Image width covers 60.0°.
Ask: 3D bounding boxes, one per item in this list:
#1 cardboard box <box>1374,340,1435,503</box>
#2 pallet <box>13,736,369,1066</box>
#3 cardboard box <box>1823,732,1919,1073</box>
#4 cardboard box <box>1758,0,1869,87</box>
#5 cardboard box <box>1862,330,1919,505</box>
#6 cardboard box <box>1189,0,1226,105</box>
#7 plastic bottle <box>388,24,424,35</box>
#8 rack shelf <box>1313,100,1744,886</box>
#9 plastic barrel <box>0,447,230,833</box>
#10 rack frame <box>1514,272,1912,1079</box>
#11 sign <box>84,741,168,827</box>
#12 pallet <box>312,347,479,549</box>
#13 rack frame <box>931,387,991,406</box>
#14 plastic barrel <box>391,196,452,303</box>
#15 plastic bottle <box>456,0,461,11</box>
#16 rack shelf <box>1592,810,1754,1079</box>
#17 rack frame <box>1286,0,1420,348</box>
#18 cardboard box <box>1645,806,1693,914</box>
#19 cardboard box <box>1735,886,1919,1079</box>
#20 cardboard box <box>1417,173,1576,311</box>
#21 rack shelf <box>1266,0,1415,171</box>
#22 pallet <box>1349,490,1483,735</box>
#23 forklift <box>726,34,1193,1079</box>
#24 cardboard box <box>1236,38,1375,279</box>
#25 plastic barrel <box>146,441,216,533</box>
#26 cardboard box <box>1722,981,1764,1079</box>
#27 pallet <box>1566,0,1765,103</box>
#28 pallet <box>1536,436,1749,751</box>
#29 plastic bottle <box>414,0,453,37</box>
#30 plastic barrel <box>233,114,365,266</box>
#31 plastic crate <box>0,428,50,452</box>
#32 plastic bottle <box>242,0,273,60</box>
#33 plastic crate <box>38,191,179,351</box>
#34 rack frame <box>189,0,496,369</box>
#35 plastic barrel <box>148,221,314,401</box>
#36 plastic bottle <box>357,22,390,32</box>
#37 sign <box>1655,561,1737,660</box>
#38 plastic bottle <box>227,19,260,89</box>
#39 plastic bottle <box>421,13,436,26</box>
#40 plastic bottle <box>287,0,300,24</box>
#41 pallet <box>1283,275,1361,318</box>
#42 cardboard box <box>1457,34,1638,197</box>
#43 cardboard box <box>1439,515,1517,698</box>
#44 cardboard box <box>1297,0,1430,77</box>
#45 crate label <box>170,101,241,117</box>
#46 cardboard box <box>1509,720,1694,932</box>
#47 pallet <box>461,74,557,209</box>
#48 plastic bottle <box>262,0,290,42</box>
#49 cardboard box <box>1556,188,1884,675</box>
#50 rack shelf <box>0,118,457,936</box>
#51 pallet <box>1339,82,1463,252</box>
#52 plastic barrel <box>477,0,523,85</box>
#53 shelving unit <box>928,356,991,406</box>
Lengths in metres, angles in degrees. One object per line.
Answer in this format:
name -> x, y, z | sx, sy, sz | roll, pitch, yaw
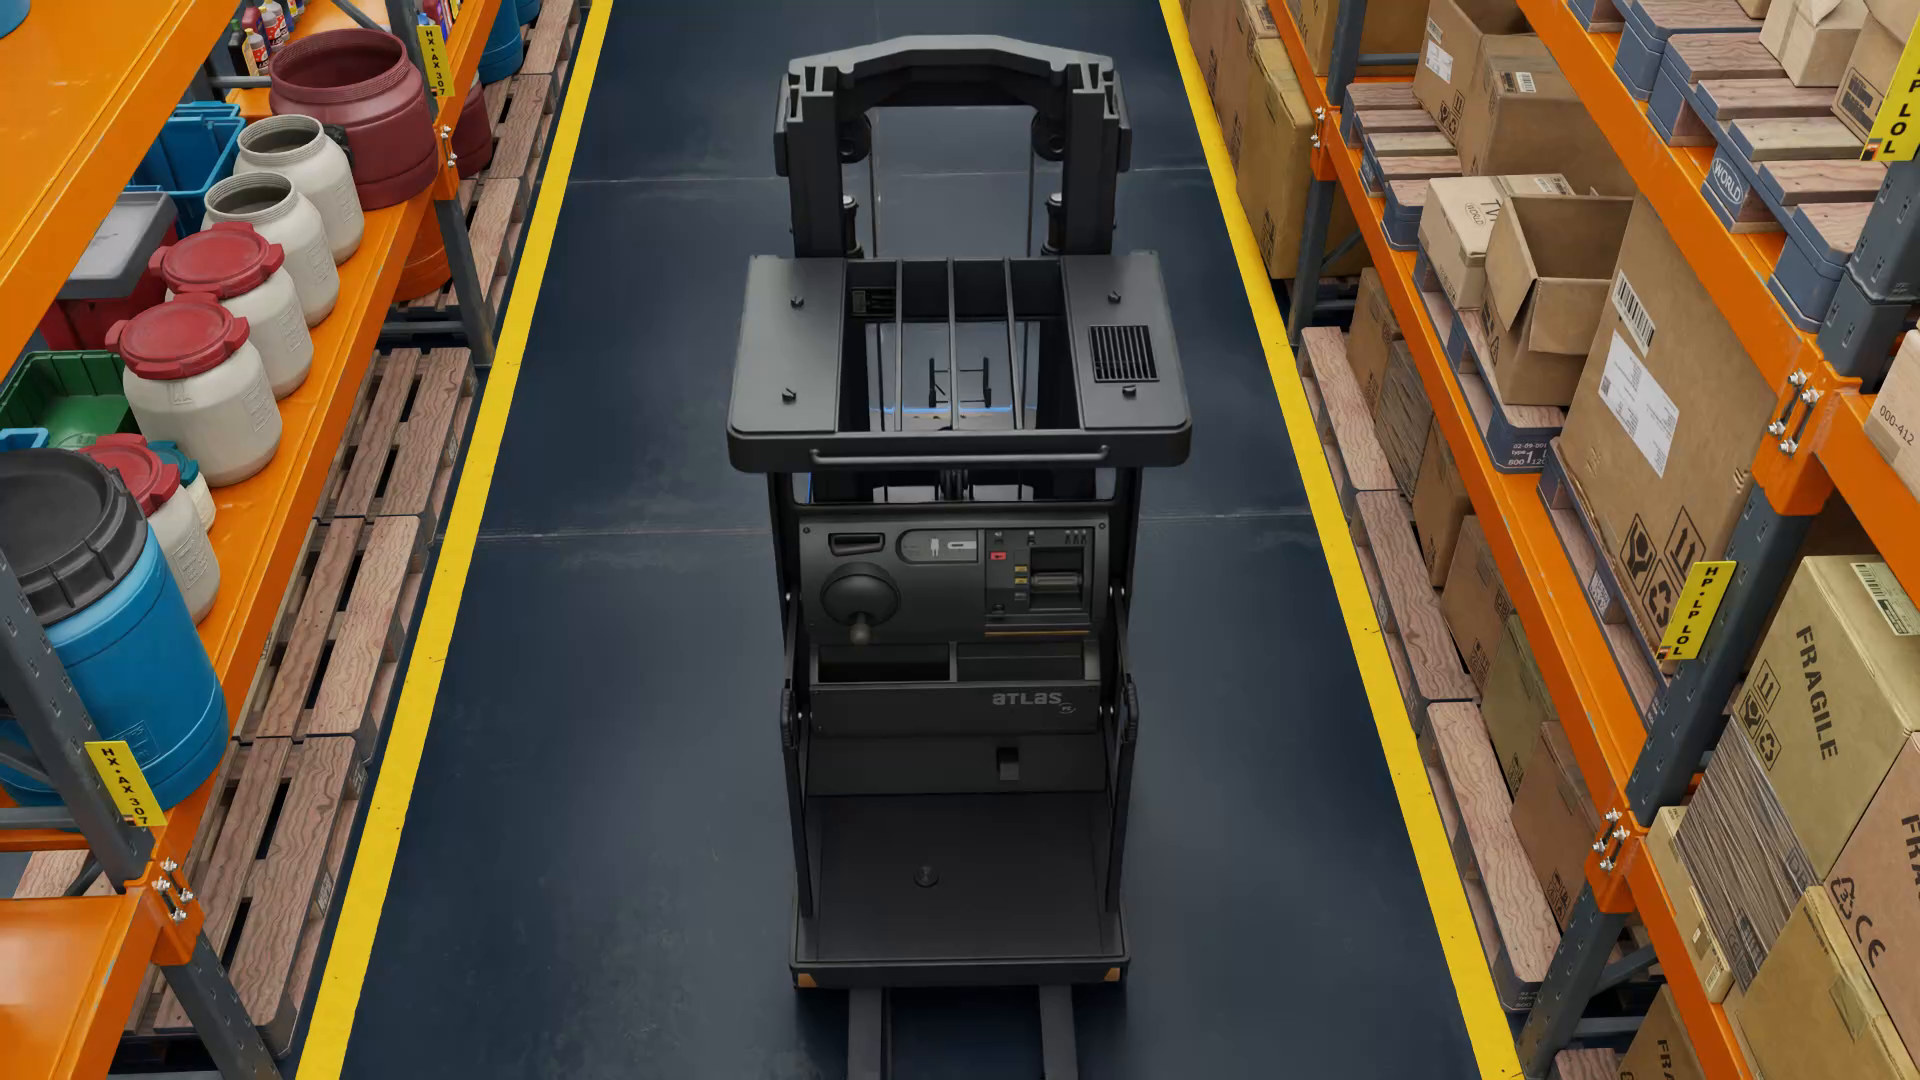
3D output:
cardboard box -> 2.231, -0.535, 7.138 | 0.700, 0.500, 0.500 | -5, 43, -5
pallet -> -2.705, 1.222, 5.761 | 1.003, 0.211, 1.213 | -2, 43, -2
cardboard box -> 2.104, 0.714, 3.217 | 0.500, 0.500, 0.500 | -2, 43, -2
cardboard box -> 2.176, -1.262, 3.976 | 0.396, 0.266, 0.258 | 0, 43, 0
cardboard box -> 2.079, -0.159, 3.094 | 0.500, 0.250, 0.500 | -3, 43, -3
cardboard box -> 2.062, -3.157, 9.736 | 1.225, 0.875, 0.875 | -3, 43, -3
plastic bottle -> -2.498, -2.233, 7.558 | 0.152, 0.276, 0.135 | -2, 43, -2
rack shelf -> 2.231, -0.504, 6.113 | 1.077, 0.370, 4.000 | -2, 43, -2
plastic barrel -> -2.347, 0.268, 4.366 | 0.600, 0.901, 0.708 | -2, 43, -2
rack frame -> 2.316, 0.580, 4.397 | 1.000, 3.000, 0.127 | -2, 43, -2
sign -> -2.083, 0.612, 4.157 | 0.100, 0.325, 0.005 | -2, 43, -2
pallet -> -2.809, -0.426, 7.558 | 1.003, 0.211, 1.213 | -2, 43, -2
rack frame -> 0.004, -0.269, 6.877 | 0.240, 0.900, 0.006 | -2, 43, -2
plastic barrel -> -2.841, -1.662, 8.139 | 0.600, 0.830, 0.708 | -2, 43, -2
plastic bottle -> -2.501, -2.687, 8.109 | 0.097, 0.201, 0.097 | 0, 43, 0
rack shelf -> 2.401, 2.196, 3.167 | 1.077, 0.370, 4.000 | -2, 43, -2
rack frame -> 2.146, -2.120, 7.343 | 1.000, 3.000, 0.127 | -2, 43, -2
cardboard box -> 2.024, 0.827, 4.314 | 0.380, 0.149, 0.250 | -2, 43, -2
cardboard box -> 2.259, 1.078, 3.560 | 0.875, 0.500, 0.500 | -2, 43, -2
cardboard box -> 1.987, -1.081, 6.010 | 0.500, 0.250, 0.500 | -3, 43, -3
rack shelf -> 2.061, -3.205, 9.059 | 1.077, 0.370, 4.000 | -2, 43, -2
pallet -> 2.226, 0.257, 6.813 | 1.003, 0.211, 1.213 | -2, 43, -2
forklift -> -0.009, 0.202, 4.860 | 1.130, 2.935, 3.031 | -1, 43, -1
cardboard box -> 2.137, -1.958, 8.428 | 1.225, 0.875, 0.875 | -3, 43, -4
plastic barrel -> -2.536, -0.124, 5.268 | 0.301, 0.262, 0.301 | 0, 43, 0
cardboard box -> 2.060, 1.164, 3.946 | 0.380, 0.149, 0.250 | -2, 43, -2
pallet -> 2.349, -1.576, 4.668 | 1.213, 0.211, 1.003 | -2, 43, -2
pallet -> 2.429, 0.131, 5.029 | 1.003, 0.211, 1.213 | -2, 43, -2
plastic bottle -> -2.518, -2.546, 7.899 | 0.152, 0.276, 0.135 | -2, 43, -2
plastic barrel -> -2.546, -1.331, 6.399 | 0.421, 0.512, 0.421 | 0, 43, 0
plastic crate -> -2.990, -0.007, 5.050 | 0.392, 0.384, 0.575 | -2, 43, -2
plastic bottle -> -3.256, -2.351, 7.682 | 0.061, 0.283, 0.133 | -2, 43, -2
plastic crate -> -3.040, -0.902, 5.966 | 0.402, 0.464, 0.583 | -2, 43, -2
rack frame -> -2.803, -1.978, 7.188 | 1.000, 3.000, 0.127 | -2, 43, -2
plastic barrel -> -2.504, -0.767, 5.766 | 0.433, 0.535, 0.433 | 0, 43, 0
plastic bottle -> -2.650, -2.229, 7.554 | 0.152, 0.276, 0.135 | -2, 43, -2
sign -> 1.761, 0.172, 3.986 | 0.100, 0.325, 0.005 | -2, 43, -2
plastic bottle -> -3.246, -2.196, 7.512 | 0.061, 0.283, 0.133 | -2, 43, -2
plastic bottle -> -2.480, -2.351, 7.742 | 0.097, 0.201, 0.097 | 0, 43, 0
plastic bottle -> -3.255, -2.597, 8.010 | 0.097, 0.201, 0.097 | 0, 43, 0
pallet -> 2.188, -1.626, 8.868 | 1.003, 0.211, 1.213 | -2, 43, -2
cardboard box -> 2.332, -1.574, 6.363 | 0.700, 0.500, 0.500 | 4, 43, 5
cardboard box -> 2.285, 0.224, 6.310 | 0.700, 0.500, 0.500 | -5, 43, -5
cardboard box -> 1.877, -2.483, 7.665 | 0.500, 0.500, 0.500 | 0, 43, 0
crate label -> -3.159, -1.621, 6.922 | 0.303, 0.233, 0.416 | -2, 43, -2
cardboard box -> 2.311, 0.925, 5.546 | 0.700, 0.500, 0.500 | -5, 43, -5
pallet -> -2.927, -2.302, 9.606 | 1.003, 0.211, 1.213 | -2, 43, -2
plastic bottle -> -3.247, -2.465, 7.867 | 0.097, 0.201, 0.097 | 0, 43, 0
cardboard box -> 2.422, -0.336, 4.642 | 1.000, 1.000, 1.000 | -1, 43, -2
rack shelf -> -2.718, -0.362, 5.958 | 1.077, 0.370, 4.000 | -2, 43, -2
pallet -> 2.282, -1.571, 6.886 | 1.213, 0.211, 1.003 | -2, 43, -2
plastic barrel -> -2.936, -3.214, 9.778 | 0.600, 0.901, 0.708 | -2, 43, -2
shelving unit -> 0.000, -0.337, 6.952 | 0.258, 0.900, 0.210 | -2, 43, -2
